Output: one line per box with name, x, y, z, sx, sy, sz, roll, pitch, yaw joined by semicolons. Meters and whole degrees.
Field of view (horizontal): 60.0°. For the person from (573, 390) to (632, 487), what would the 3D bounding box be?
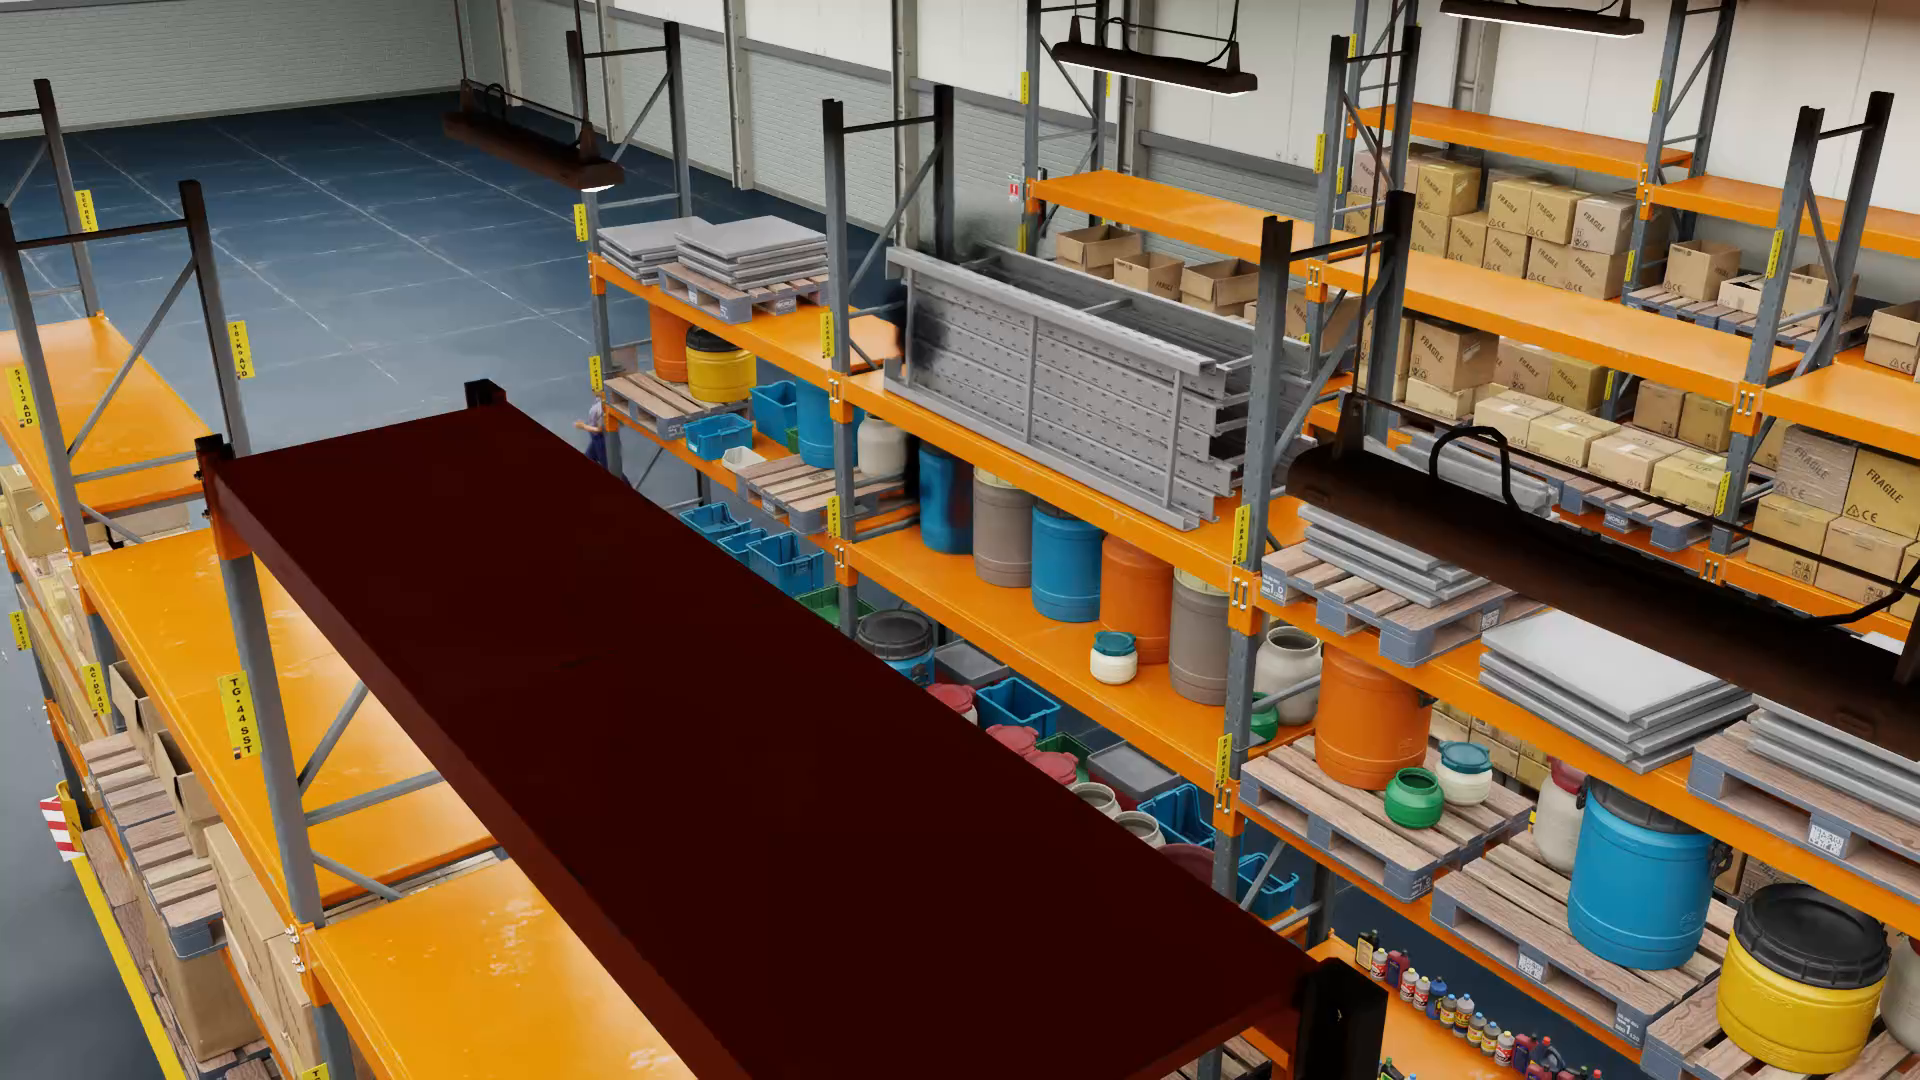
person;-4.152;-1.116;19.462;0.692;1.667;0.578;-5;25;-10
